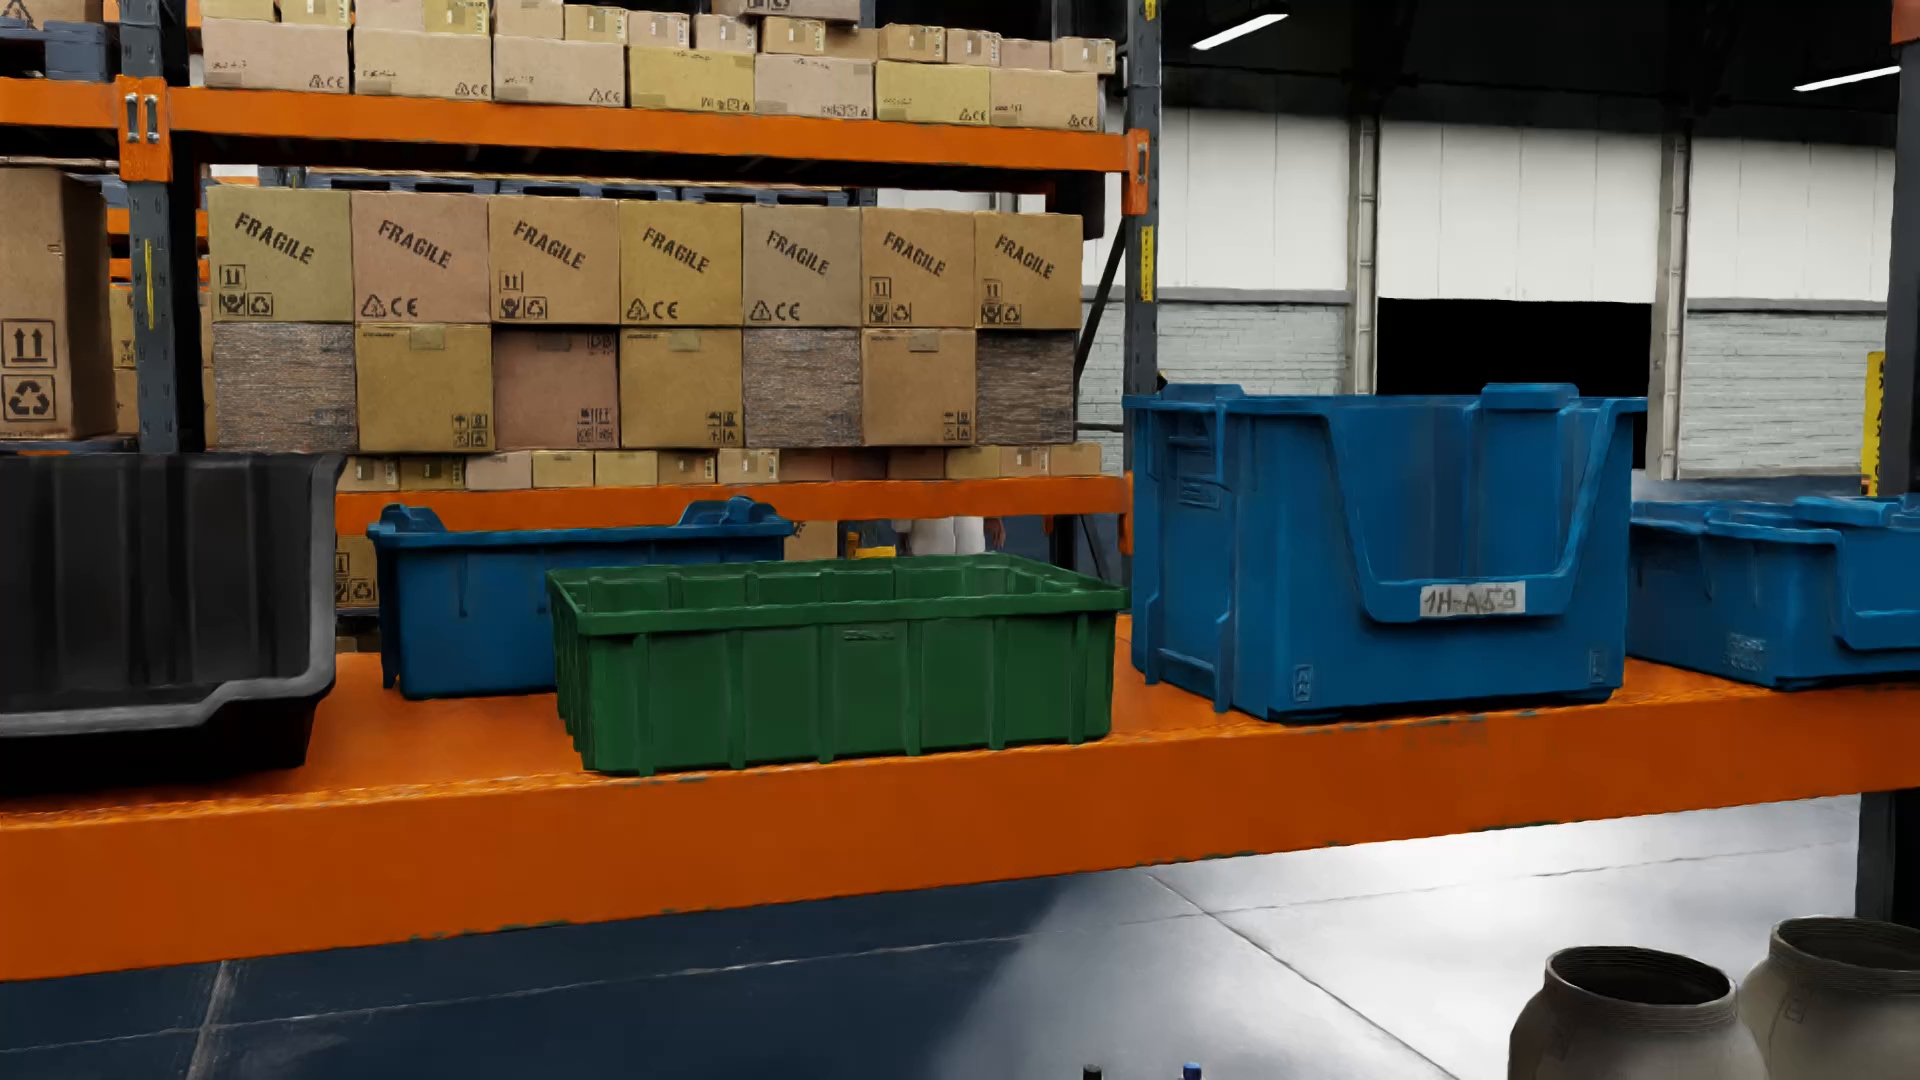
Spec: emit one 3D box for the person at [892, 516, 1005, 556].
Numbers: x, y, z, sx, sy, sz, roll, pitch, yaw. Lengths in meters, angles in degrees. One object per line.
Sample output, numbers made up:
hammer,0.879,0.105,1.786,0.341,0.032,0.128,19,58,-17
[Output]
person,-0.054,-0.077,9.431,0.765,1.770,0.490,-2,6,-20
